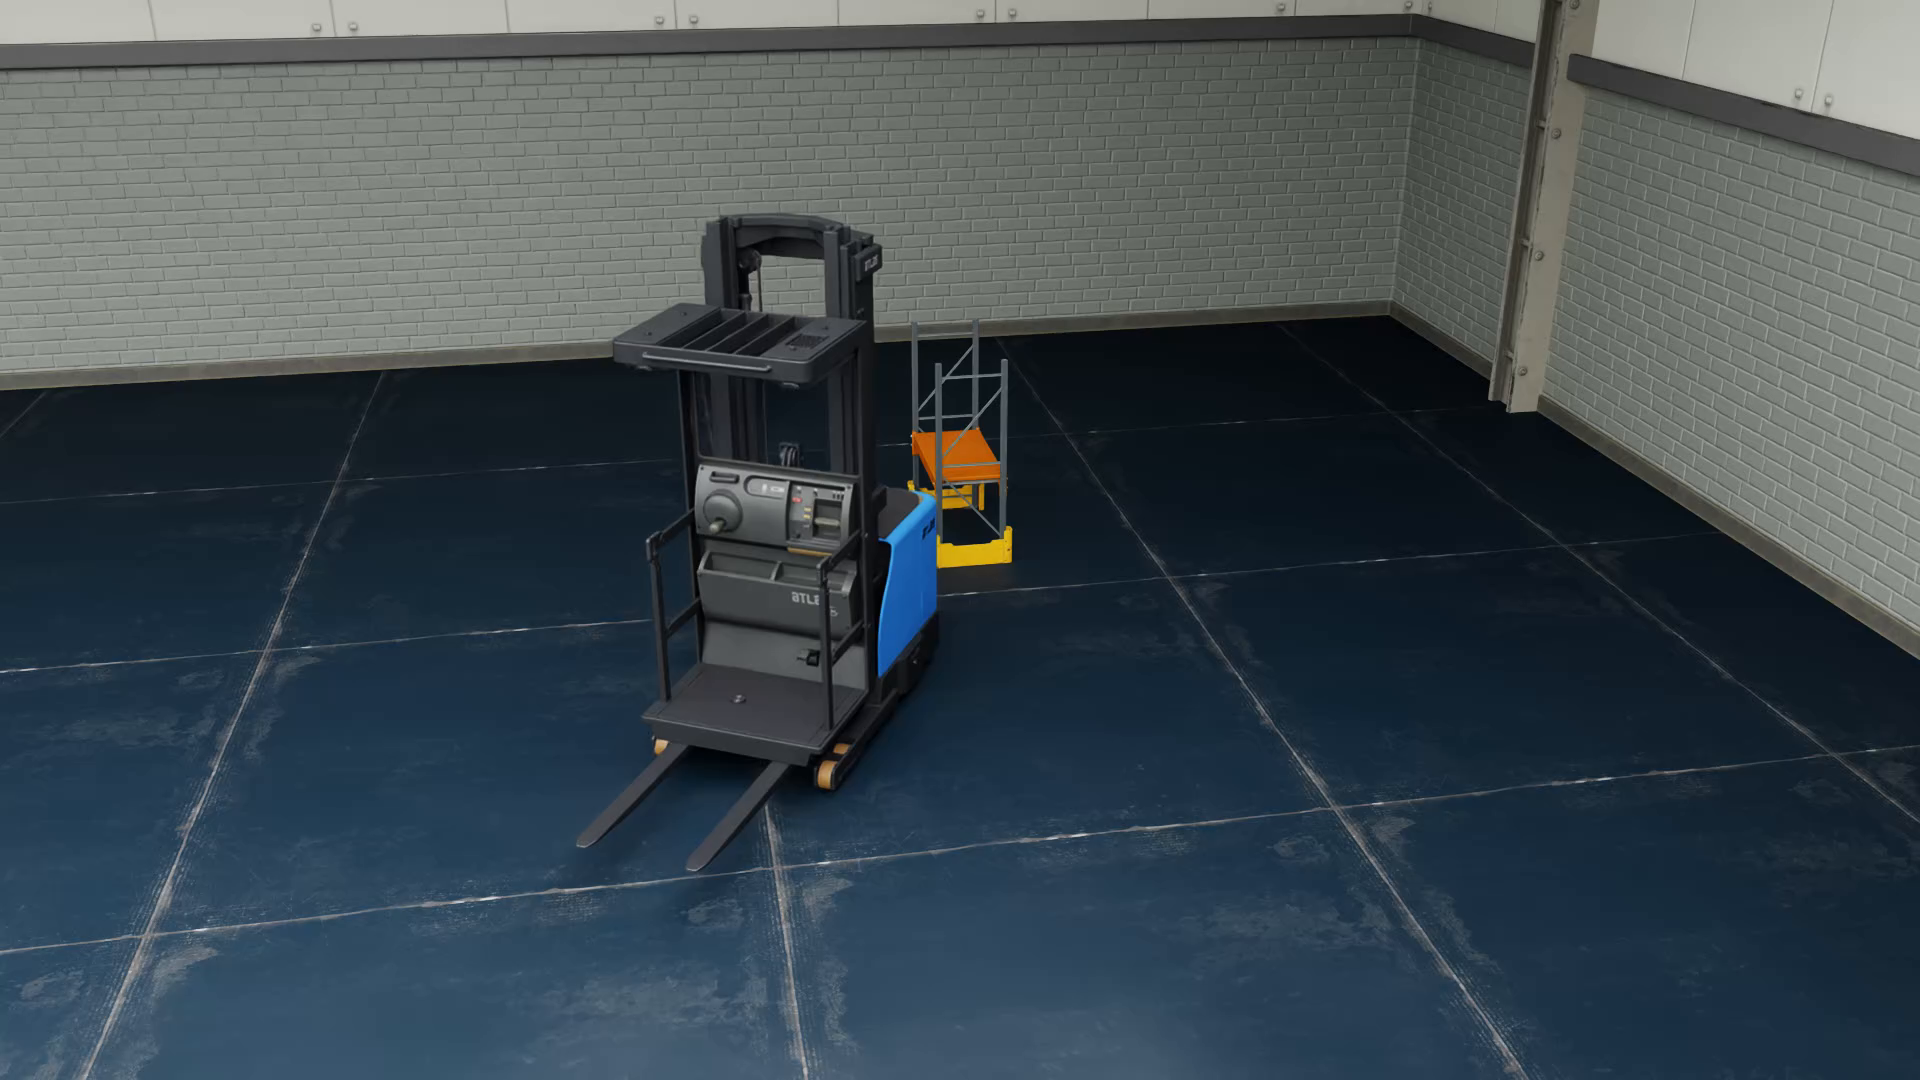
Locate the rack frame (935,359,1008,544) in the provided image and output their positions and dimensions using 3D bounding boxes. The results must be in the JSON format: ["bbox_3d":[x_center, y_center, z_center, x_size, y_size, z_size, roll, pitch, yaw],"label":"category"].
[{"bbox_3d":[0.078,-0.521,11.569,0.500,1.500,0.032,-4,24,-10],"label":"rack frame"}]

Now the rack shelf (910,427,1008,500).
[{"bbox_3d":[-0.016,-0.556,12.099,0.538,0.185,1.000,-4,24,-10],"label":"rack shelf"}]

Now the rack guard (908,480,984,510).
[{"bbox_3d":[-0.106,-0.340,12.717,0.587,0.250,0.087,-4,24,-10],"label":"rack guard"}]

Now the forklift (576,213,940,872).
[{"bbox_3d":[-1.092,-0.155,8.942,1.130,2.935,3.031,8,25,17],"label":"forklift"}]

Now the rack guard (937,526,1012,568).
[{"bbox_3d":[0.078,0.051,11.820,0.587,0.250,0.087,-4,24,-10],"label":"rack guard"}]

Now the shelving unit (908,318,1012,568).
[{"bbox_3d":[-0.014,-0.717,12.018,0.587,1.500,1.083,-4,24,-10],"label":"shelving unit"}]

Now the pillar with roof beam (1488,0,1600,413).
[{"bbox_3d":[0.783,-5.032,12.527,9.100,9.000,0.400,-4,24,-10],"label":"pillar with roof beam"}]

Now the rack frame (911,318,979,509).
[{"bbox_3d":[-0.110,-0.921,12.484,0.500,1.500,0.032,-4,24,-10],"label":"rack frame"}]
